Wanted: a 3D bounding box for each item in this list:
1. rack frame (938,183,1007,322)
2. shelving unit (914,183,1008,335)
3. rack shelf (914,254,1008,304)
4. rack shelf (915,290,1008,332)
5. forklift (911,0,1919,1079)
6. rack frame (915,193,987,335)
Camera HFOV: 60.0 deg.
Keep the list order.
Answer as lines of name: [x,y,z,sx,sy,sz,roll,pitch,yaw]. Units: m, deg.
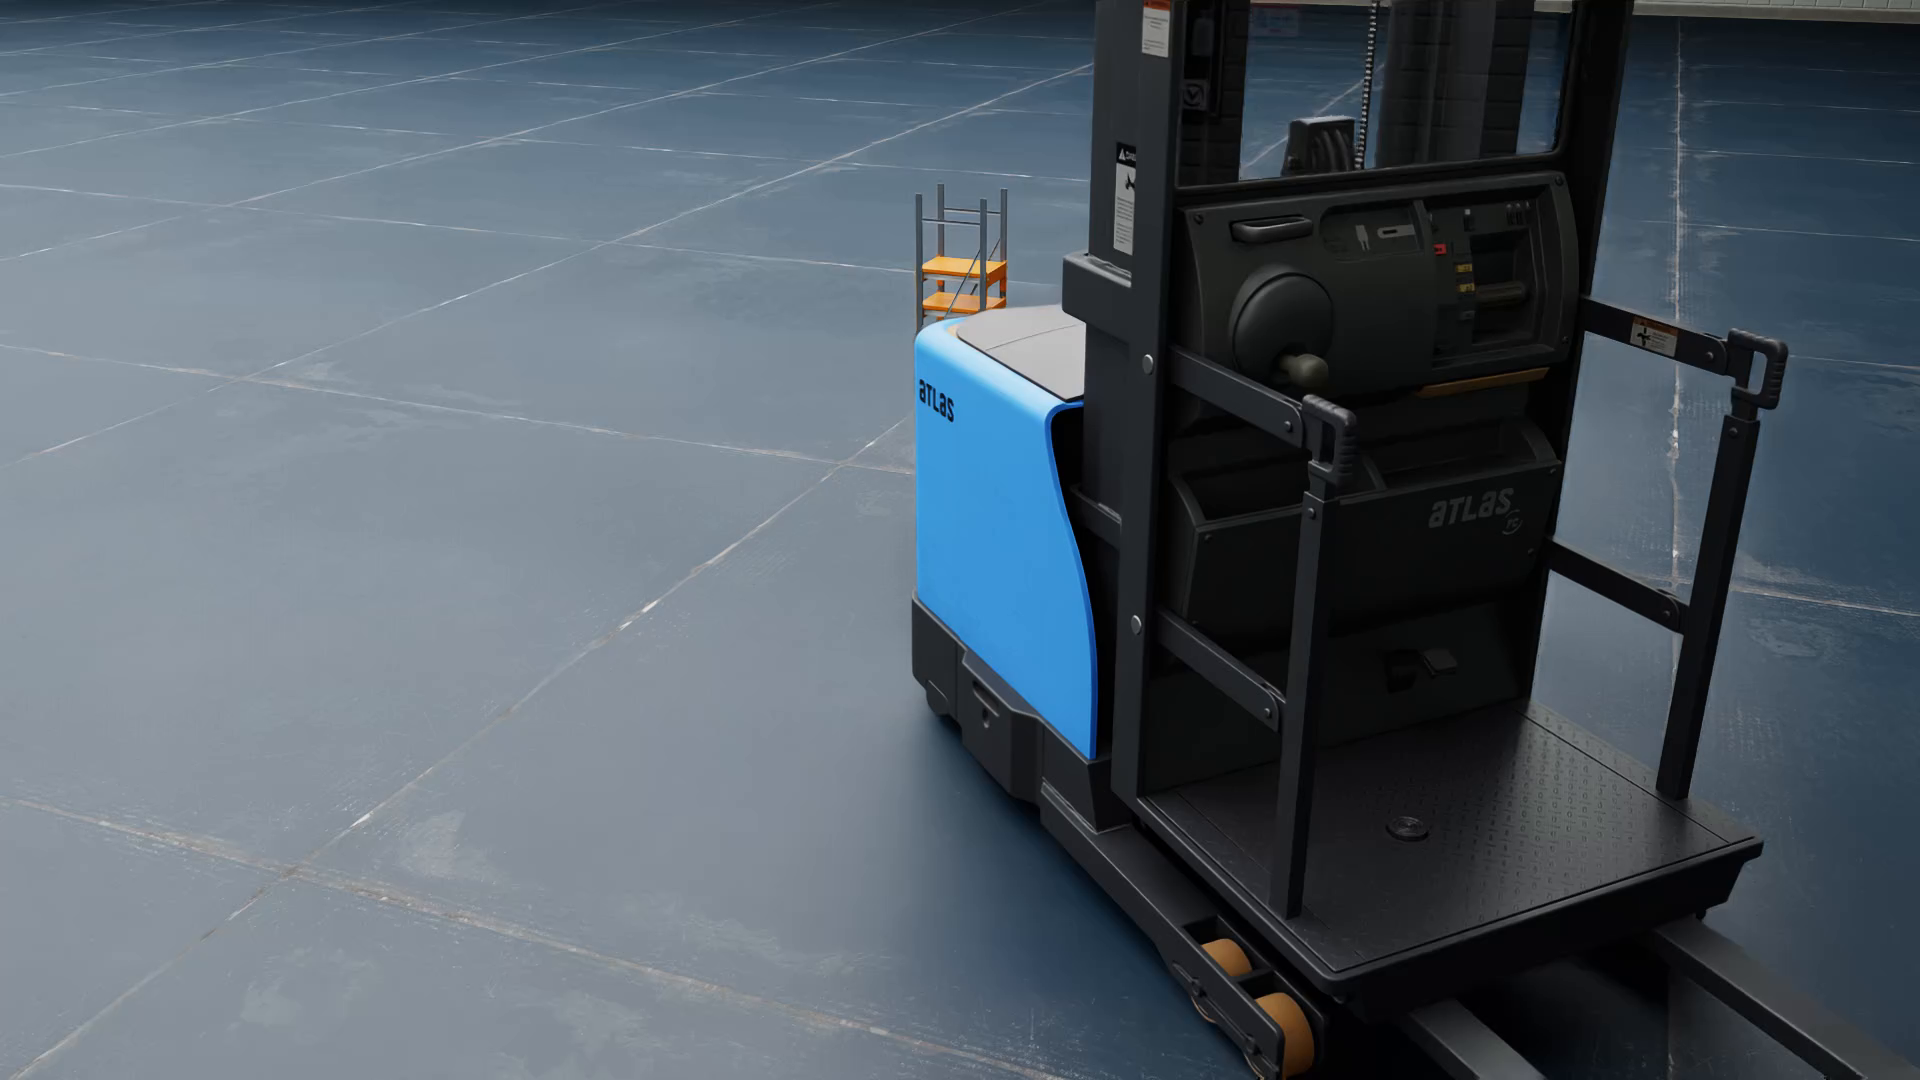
rack frame: [0.039,-0.592,5.610,0.240,1.200,0.006,9,24,20]
shelving unit: [0.005,-0.559,5.531,0.258,1.200,0.189,9,24,20]
rack shelf: [0.005,-0.850,5.410,0.258,0.103,0.180,9,24,20]
rack shelf: [0.005,-0.739,5.456,0.258,0.103,0.180,9,24,20]
forklift: [0.947,-0.493,3.128,1.130,2.935,3.031,-10,25,-23]
rack frame: [-0.029,-0.526,5.453,0.240,1.200,0.006,9,24,20]
